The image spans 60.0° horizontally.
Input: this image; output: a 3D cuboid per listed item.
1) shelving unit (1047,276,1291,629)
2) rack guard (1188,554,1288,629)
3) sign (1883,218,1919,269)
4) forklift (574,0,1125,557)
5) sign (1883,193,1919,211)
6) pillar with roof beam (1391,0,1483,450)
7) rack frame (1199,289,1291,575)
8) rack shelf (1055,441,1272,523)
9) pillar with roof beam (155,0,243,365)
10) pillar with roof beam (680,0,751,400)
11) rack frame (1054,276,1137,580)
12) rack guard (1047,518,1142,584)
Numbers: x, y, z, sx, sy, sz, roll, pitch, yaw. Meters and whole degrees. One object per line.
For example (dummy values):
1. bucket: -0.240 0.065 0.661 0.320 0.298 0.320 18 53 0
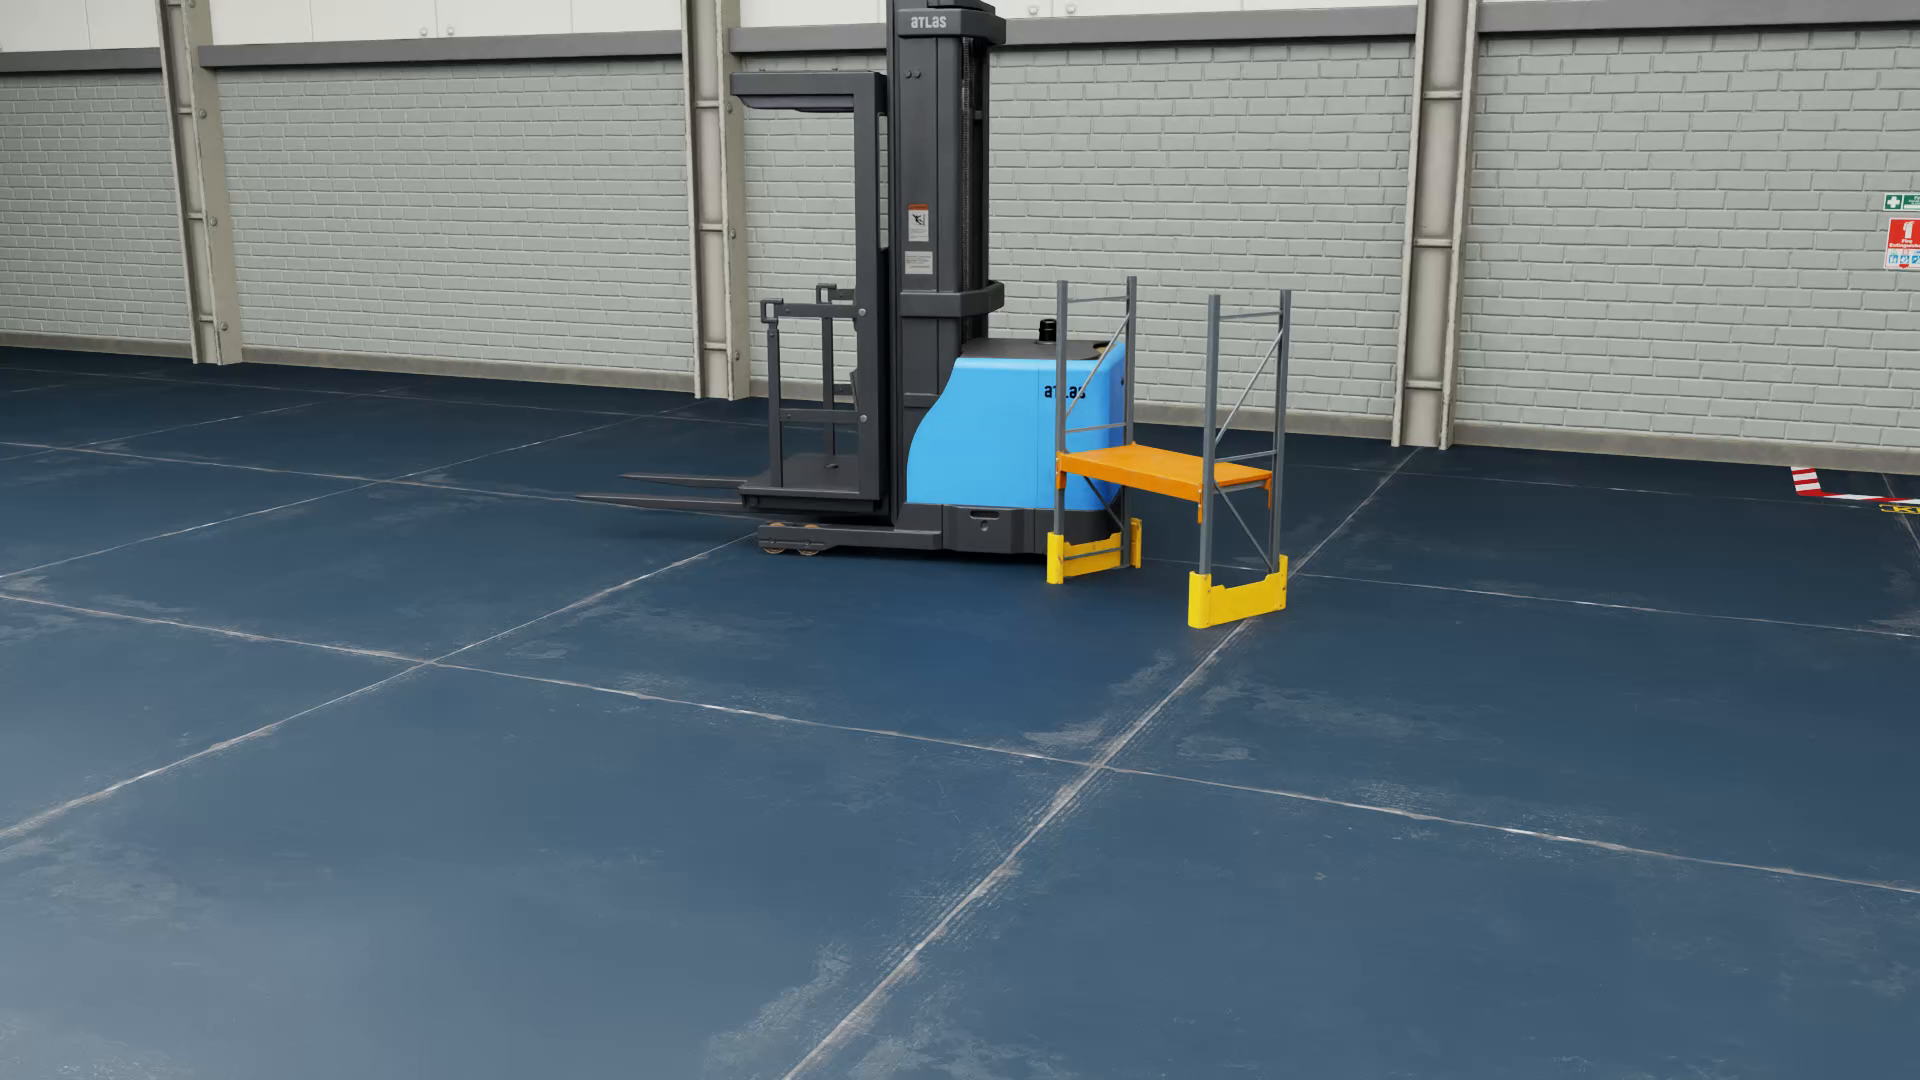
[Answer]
1. shelving unit: 0.991 -0.464 7.951 0.587 1.500 1.083 -10 16 -36
2. rack guard: 1.292 0.235 7.708 0.587 0.250 0.087 -10 16 -36
3. sign: 6.182 -1.935 10.858 0.234 0.329 0.001 6 14 23
4. forklift: -0.615 -1.457 9.048 3.031 2.935 1.130 3 13 12
5. sign: 6.183 -2.191 10.788 0.331 0.109 0.001 6 14 23
6. pillar with roof beam: 1.660 -4.185 7.392 0.400 9.000 9.100 6 14 23
7. rack frame: 1.293 -0.374 7.564 0.500 1.500 0.032 -10 16 -36
8. rack shelf: 0.985 -0.291 7.999 0.538 0.185 1.000 -10 16 -36
9. pillar with roof beam: -9.311 -5.296 12.124 0.400 9.000 9.100 6 14 23
10. pillar with roof beam: -3.826 -4.740 9.758 0.400 9.000 9.100 6 14 23
11. rack frame: 0.677 -0.559 8.352 0.500 1.500 0.032 -10 16 -36
12. rack guard: 0.689 0.053 8.480 0.587 0.250 0.087 -10 16 -36
